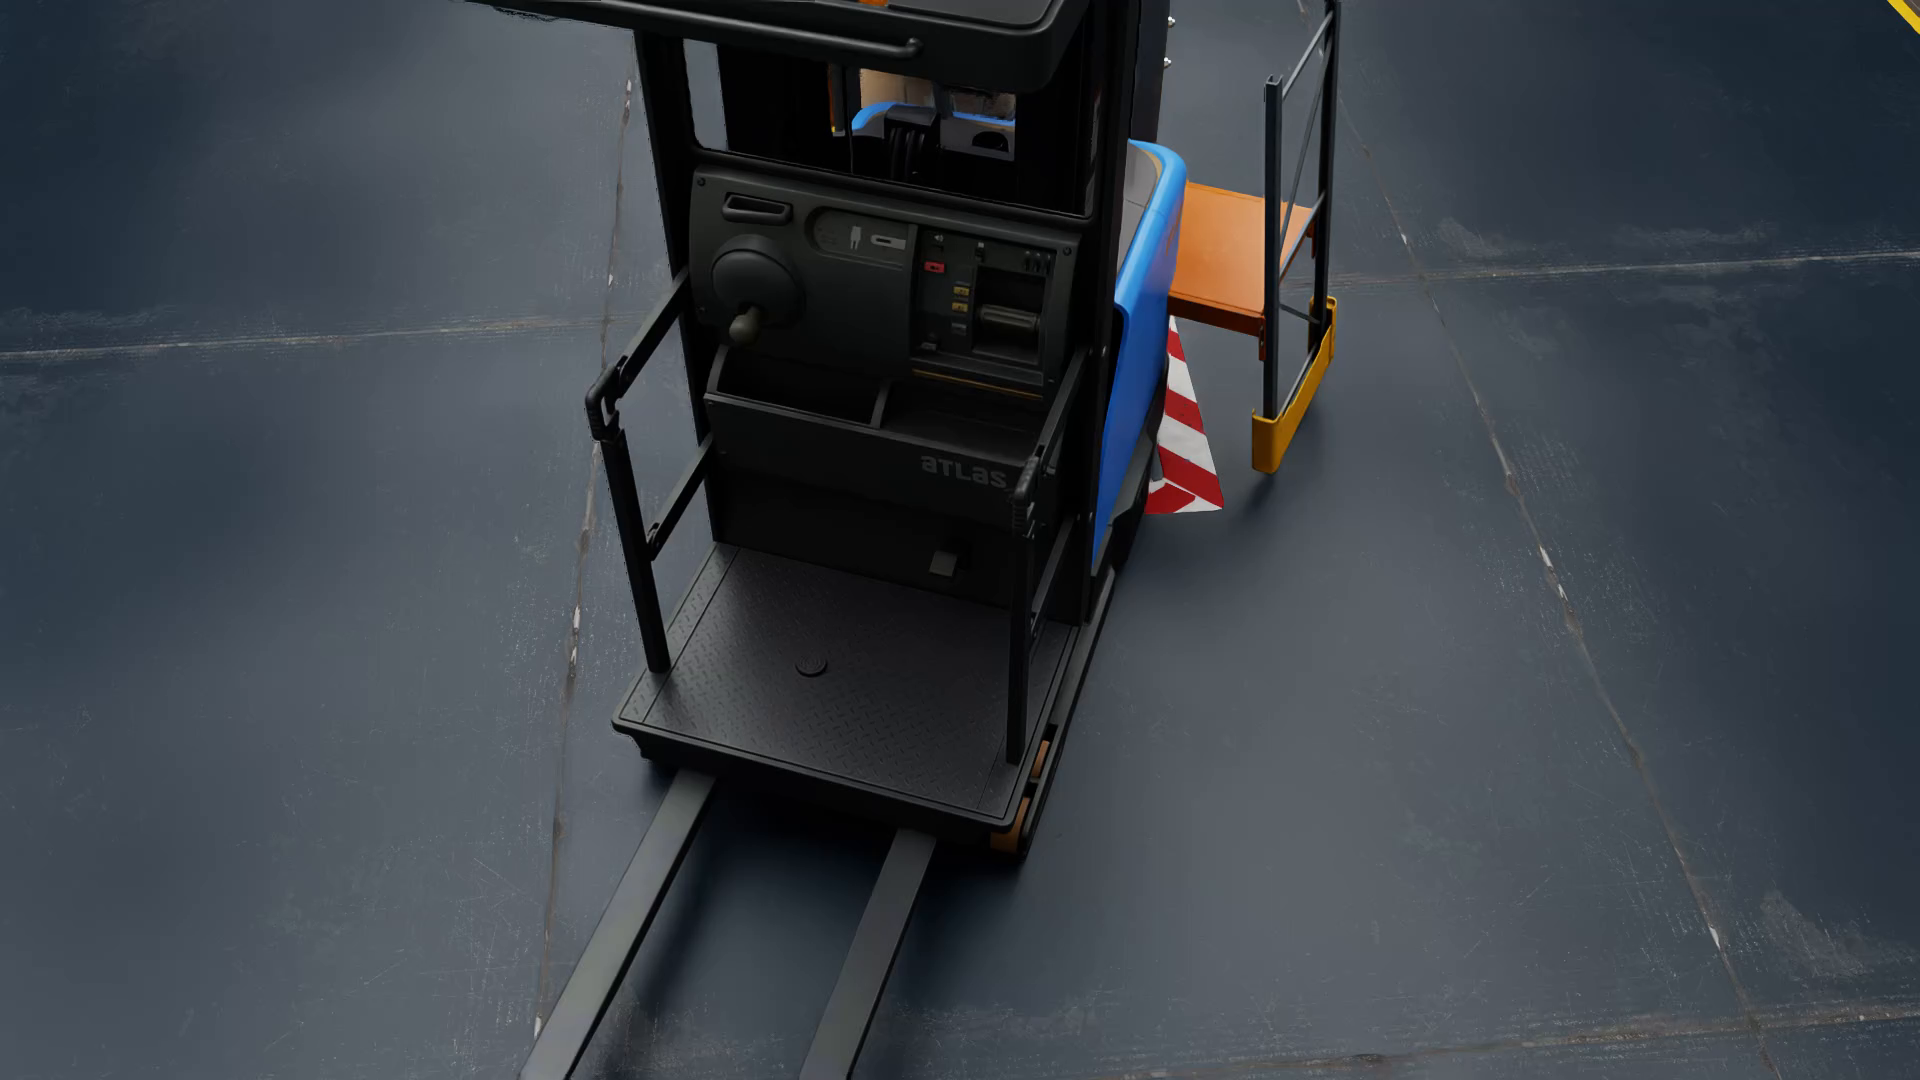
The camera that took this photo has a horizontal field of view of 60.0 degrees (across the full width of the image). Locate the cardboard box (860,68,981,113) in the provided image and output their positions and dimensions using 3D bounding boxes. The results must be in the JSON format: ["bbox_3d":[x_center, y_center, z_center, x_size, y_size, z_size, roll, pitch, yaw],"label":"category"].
[{"bbox_3d":[-0.178,-1.350,5.882,0.500,0.500,0.500,-3,47,-3],"label":"cardboard box"}]

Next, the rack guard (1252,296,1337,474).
[{"bbox_3d":[1.097,-0.515,5.455,0.087,0.250,0.587,18,58,22],"label":"rack guard"}]

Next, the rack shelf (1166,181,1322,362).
[{"bbox_3d":[0.590,-0.931,5.298,1.000,0.185,0.538,18,58,22],"label":"rack shelf"}]

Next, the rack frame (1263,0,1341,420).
[{"bbox_3d":[1.013,-0.895,4.966,0.032,1.500,0.500,18,58,22],"label":"rack frame"}]

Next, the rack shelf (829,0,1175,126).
[{"bbox_3d":[-0.055,-2.880,6.407,1.077,0.370,4.000,-3,47,-3],"label":"rack shelf"}]

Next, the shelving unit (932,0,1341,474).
[{"bbox_3d":[0.573,-1.038,5.154,1.083,1.500,0.587,18,58,22],"label":"shelving unit"}]

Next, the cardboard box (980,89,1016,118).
[{"bbox_3d":[0.308,-1.658,6.345,0.500,0.250,0.500,-3,47,-3],"label":"cardboard box"}]

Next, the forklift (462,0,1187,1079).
[{"bbox_3d":[-0.252,-0.502,3.707,1.130,2.935,3.031,13,48,12],"label":"forklift"}]

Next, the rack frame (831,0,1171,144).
[{"bbox_3d":[0.113,-1.680,4.775,1.000,3.000,0.127,-3,47,-3],"label":"rack frame"}]

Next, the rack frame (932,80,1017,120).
[{"bbox_3d":[0.117,-1.186,5.350,0.032,1.500,0.500,18,58,22],"label":"rack frame"}]
